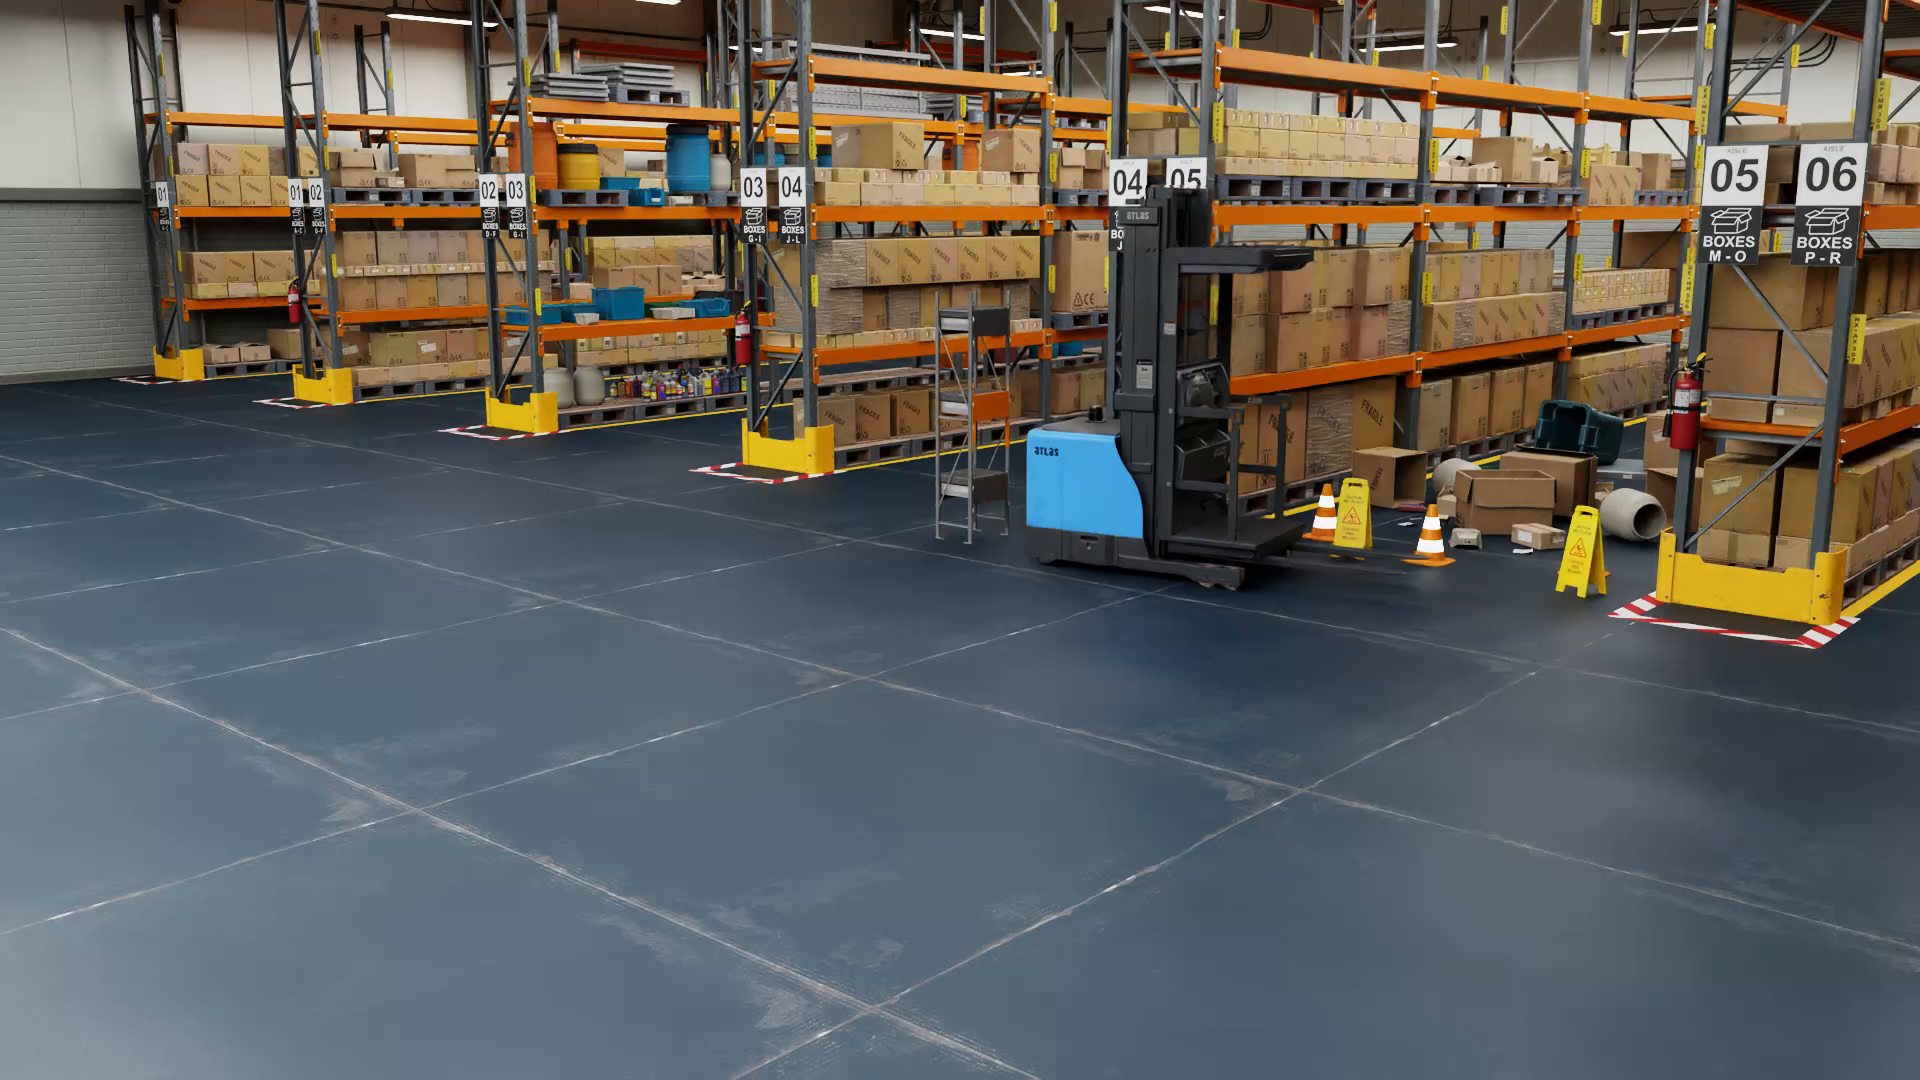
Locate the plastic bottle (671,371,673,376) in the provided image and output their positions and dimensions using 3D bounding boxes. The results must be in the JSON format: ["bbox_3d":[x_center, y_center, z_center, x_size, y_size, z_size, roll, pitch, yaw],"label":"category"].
[{"bbox_3d":[-4.121,-2.256,23.658,0.061,0.283,0.133,11,15,43],"label":"plastic bottle"}]

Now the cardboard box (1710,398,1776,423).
[{"bbox_3d":[5.599,-0.933,11.866,0.380,0.149,0.250,10,15,42],"label":"cardboard box"}]

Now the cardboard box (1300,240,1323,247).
[{"bbox_3d":[5.113,-4.367,25.600,0.797,0.503,0.637,10,15,41],"label":"cardboard box"}]

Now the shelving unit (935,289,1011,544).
[{"bbox_3d":[0.109,-1.054,14.127,0.431,2.100,0.503,10,15,40],"label":"shelving unit"}]

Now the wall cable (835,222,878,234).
[{"bbox_3d":[-2.397,-7.339,40.704,0.084,1.984,1.851,10,15,40],"label":"wall cable"}]

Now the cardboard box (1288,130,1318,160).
[{"bbox_3d":[2.906,-3.584,15.134,0.500,0.250,0.500,10,15,40],"label":"cardboard box"}]

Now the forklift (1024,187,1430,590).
[{"bbox_3d":[2.043,-1.185,12.663,3.031,2.935,1.130,7,13,30],"label":"forklift"}]

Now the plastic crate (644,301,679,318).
[{"bbox_3d":[-4.119,-3.217,23.199,0.450,0.188,0.662,10,15,40],"label":"plastic crate"}]

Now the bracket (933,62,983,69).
[{"bbox_3d":[0.316,-12.023,42.243,0.076,0.066,3.189,10,15,40],"label":"bracket"}]

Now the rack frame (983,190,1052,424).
[{"bbox_3d":[0.709,-2.843,20.789,1.000,3.000,0.127,10,15,40],"label":"rack frame"}]

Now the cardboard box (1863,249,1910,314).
[{"bbox_3d":[7.346,-2.138,13.691,0.700,0.500,0.500,10,15,41],"label":"cardboard box"}]

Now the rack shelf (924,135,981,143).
[{"bbox_3d":[-0.129,-8.184,34.054,1.077,0.370,4.000,10,15,40],"label":"rack shelf"}]

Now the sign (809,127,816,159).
[{"bbox_3d":[-1.524,-4.084,17.112,0.100,0.325,0.005,10,15,40],"label":"sign"}]

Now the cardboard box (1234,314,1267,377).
[{"bbox_3d":[2.285,-1.816,15.264,0.875,0.550,0.550,10,15,40],"label":"cardboard box"}]

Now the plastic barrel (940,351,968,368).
[{"bbox_3d":[-0.061,-3.288,27.484,0.600,0.830,0.708,10,15,40],"label":"plastic barrel"}]

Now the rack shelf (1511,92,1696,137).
[{"bbox_3d":[8.329,-5.463,21.446,1.077,0.370,4.000,10,15,40],"label":"rack shelf"}]

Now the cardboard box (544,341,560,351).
[{"bbox_3d":[-6.678,-3.354,27.861,0.500,0.311,0.500,10,15,40],"label":"cardboard box"}]

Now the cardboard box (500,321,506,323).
[{"bbox_3d":[-7.271,-3.322,27.220,0.500,0.500,0.500,10,15,40],"label":"cardboard box"}]

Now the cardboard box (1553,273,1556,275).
[{"bbox_3d":[7.502,-3.397,21.609,0.380,0.149,0.250,10,15,42],"label":"cardboard box"}]

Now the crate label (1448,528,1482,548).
[{"bbox_3d":[4.242,-0.017,13.947,0.250,0.136,0.298,2,12,11],"label":"crate label"}]

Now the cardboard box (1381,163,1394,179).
[{"bbox_3d":[4.032,-3.620,16.331,0.380,0.149,0.250,10,15,41],"label":"cardboard box"}]

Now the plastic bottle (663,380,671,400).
[{"bbox_3d":[-3.995,-2.050,22.659,0.097,0.271,0.097,0,11,0],"label":"plastic bottle"}]

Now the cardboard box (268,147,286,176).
[{"bbox_3d":[-11.974,-6.518,28.668,0.500,0.500,0.500,10,15,40],"label":"cardboard box"}]

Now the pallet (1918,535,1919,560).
[{"bbox_3d":[7.736,-0.091,14.129,1.003,0.211,1.213,10,15,40],"label":"pallet"}]

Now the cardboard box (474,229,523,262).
[{"bbox_3d":[-7.350,-4.669,26.363,0.700,0.500,0.500,10,15,40],"label":"cardboard box"}]

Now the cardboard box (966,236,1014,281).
[{"bbox_3d":[0.290,-3.353,19.773,0.500,0.500,0.500,10,15,40],"label":"cardboard box"}]

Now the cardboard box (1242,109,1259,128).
[{"bbox_3d":[2.353,-3.637,14.383,0.380,0.149,0.250,10,15,41],"label":"cardboard box"}]

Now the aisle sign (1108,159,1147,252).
[{"bbox_3d":[1.456,-2.902,14.445,0.394,0.787,0.004,10,15,40],"label":"aisle sign"}]

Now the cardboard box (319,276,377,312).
[{"bbox_3d":[-9.052,-3.652,24.584,0.700,0.500,0.500,10,15,40],"label":"cardboard box"}]

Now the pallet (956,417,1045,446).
[{"bbox_3d":[0.292,-1.373,20.544,1.003,0.211,1.213,10,15,40],"label":"pallet"}]

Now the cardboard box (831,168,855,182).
[{"bbox_3d":[-1.332,-3.884,17.706,0.380,0.149,0.250,10,15,42],"label":"cardboard box"}]

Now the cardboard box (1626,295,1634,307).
[{"bbox_3d":[8.678,-3.171,21.998,0.380,0.149,0.250,11,15,43],"label":"cardboard box"}]

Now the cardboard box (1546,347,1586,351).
[{"bbox_3d":[7.936,-2.407,21.997,0.500,0.250,0.500,10,15,42],"label":"cardboard box"}]

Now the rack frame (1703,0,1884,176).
[{"bbox_3d":[5.513,-3.916,10.840,1.000,3.000,0.127,10,15,40],"label":"rack frame"}]

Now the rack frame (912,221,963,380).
[{"bbox_3d":[-0.371,-4.072,26.942,1.000,3.000,0.127,10,15,40],"label":"rack frame"}]

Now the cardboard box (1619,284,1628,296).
[{"bbox_3d":[8.503,-3.279,21.782,0.380,0.149,0.250,11,15,42],"label":"cardboard box"}]

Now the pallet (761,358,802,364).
[{"bbox_3d":[-3.568,-3.451,30.949,1.003,0.211,1.213,10,15,40],"label":"pallet"}]

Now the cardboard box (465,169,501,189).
[{"bbox_3d":[-7.617,-5.707,26.266,0.500,0.311,0.500,9,14,37],"label":"cardboard box"}]

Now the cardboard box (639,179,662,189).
[{"bbox_3d":[-5.422,-6.001,28.253,0.500,0.250,0.500,8,14,36],"label":"cardboard box"}]

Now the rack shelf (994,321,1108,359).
[{"bbox_3d":[2.029,-2.785,22.333,1.077,0.370,4.000,10,15,40],"label":"rack shelf"}]

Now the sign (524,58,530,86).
[{"bbox_3d":[-5.241,-5.663,20.122,0.100,0.325,0.005,10,15,40],"label":"sign"}]

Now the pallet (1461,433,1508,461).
[{"bbox_3d":[5.626,-1.123,19.297,1.003,0.211,1.213,10,15,40],"label":"pallet"}]

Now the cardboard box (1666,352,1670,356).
[{"bbox_3d":[10.494,-2.751,25.015,0.380,0.149,0.250,9,14,38],"label":"cardboard box"}]

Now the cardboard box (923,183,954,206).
[{"bbox_3d":[-0.414,-3.916,18.884,0.500,0.250,0.500,10,15,42],"label":"cardboard box"}]

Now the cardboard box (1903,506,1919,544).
[{"bbox_3d":[7.282,-0.144,13.222,0.500,0.250,0.500,10,15,41],"label":"cardboard box"}]

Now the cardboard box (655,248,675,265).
[{"bbox_3d":[-6.281,-5.823,34.639,0.500,0.500,0.500,10,15,42],"label":"cardboard box"}]

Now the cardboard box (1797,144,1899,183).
[{"bbox_3d":[6.045,-2.556,11.317,0.500,0.250,0.500,9,15,39],"label":"cardboard box"}]

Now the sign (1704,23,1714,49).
[{"bbox_3d":[10.070,-6.771,22.347,0.100,0.325,0.005,10,15,40],"label":"sign"}]

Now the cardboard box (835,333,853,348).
[{"bbox_3d":[-1.385,-2.177,18.094,0.380,0.149,0.250,10,15,40],"label":"cardboard box"}]

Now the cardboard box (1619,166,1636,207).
[{"bbox_3d":[8.236,-4.494,21.140,0.500,0.500,0.500,10,15,40],"label":"cardboard box"}]

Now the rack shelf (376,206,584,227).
[{"bbox_3d":[-9.133,-6.177,31.658,1.077,0.370,4.000,10,15,40],"label":"rack shelf"}]

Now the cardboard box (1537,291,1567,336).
[{"bbox_3d":[6.913,-2.724,19.935,0.500,0.500,0.500,10,15,40],"label":"cardboard box"}]

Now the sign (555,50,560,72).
[{"bbox_3d":[-6.329,-7.527,26.132,0.100,0.325,0.005,10,15,40],"label":"sign"}]

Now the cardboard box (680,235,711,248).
[{"bbox_3d":[-5.633,-6.338,35.307,0.500,0.250,0.500,10,15,42],"label":"cardboard box"}]
